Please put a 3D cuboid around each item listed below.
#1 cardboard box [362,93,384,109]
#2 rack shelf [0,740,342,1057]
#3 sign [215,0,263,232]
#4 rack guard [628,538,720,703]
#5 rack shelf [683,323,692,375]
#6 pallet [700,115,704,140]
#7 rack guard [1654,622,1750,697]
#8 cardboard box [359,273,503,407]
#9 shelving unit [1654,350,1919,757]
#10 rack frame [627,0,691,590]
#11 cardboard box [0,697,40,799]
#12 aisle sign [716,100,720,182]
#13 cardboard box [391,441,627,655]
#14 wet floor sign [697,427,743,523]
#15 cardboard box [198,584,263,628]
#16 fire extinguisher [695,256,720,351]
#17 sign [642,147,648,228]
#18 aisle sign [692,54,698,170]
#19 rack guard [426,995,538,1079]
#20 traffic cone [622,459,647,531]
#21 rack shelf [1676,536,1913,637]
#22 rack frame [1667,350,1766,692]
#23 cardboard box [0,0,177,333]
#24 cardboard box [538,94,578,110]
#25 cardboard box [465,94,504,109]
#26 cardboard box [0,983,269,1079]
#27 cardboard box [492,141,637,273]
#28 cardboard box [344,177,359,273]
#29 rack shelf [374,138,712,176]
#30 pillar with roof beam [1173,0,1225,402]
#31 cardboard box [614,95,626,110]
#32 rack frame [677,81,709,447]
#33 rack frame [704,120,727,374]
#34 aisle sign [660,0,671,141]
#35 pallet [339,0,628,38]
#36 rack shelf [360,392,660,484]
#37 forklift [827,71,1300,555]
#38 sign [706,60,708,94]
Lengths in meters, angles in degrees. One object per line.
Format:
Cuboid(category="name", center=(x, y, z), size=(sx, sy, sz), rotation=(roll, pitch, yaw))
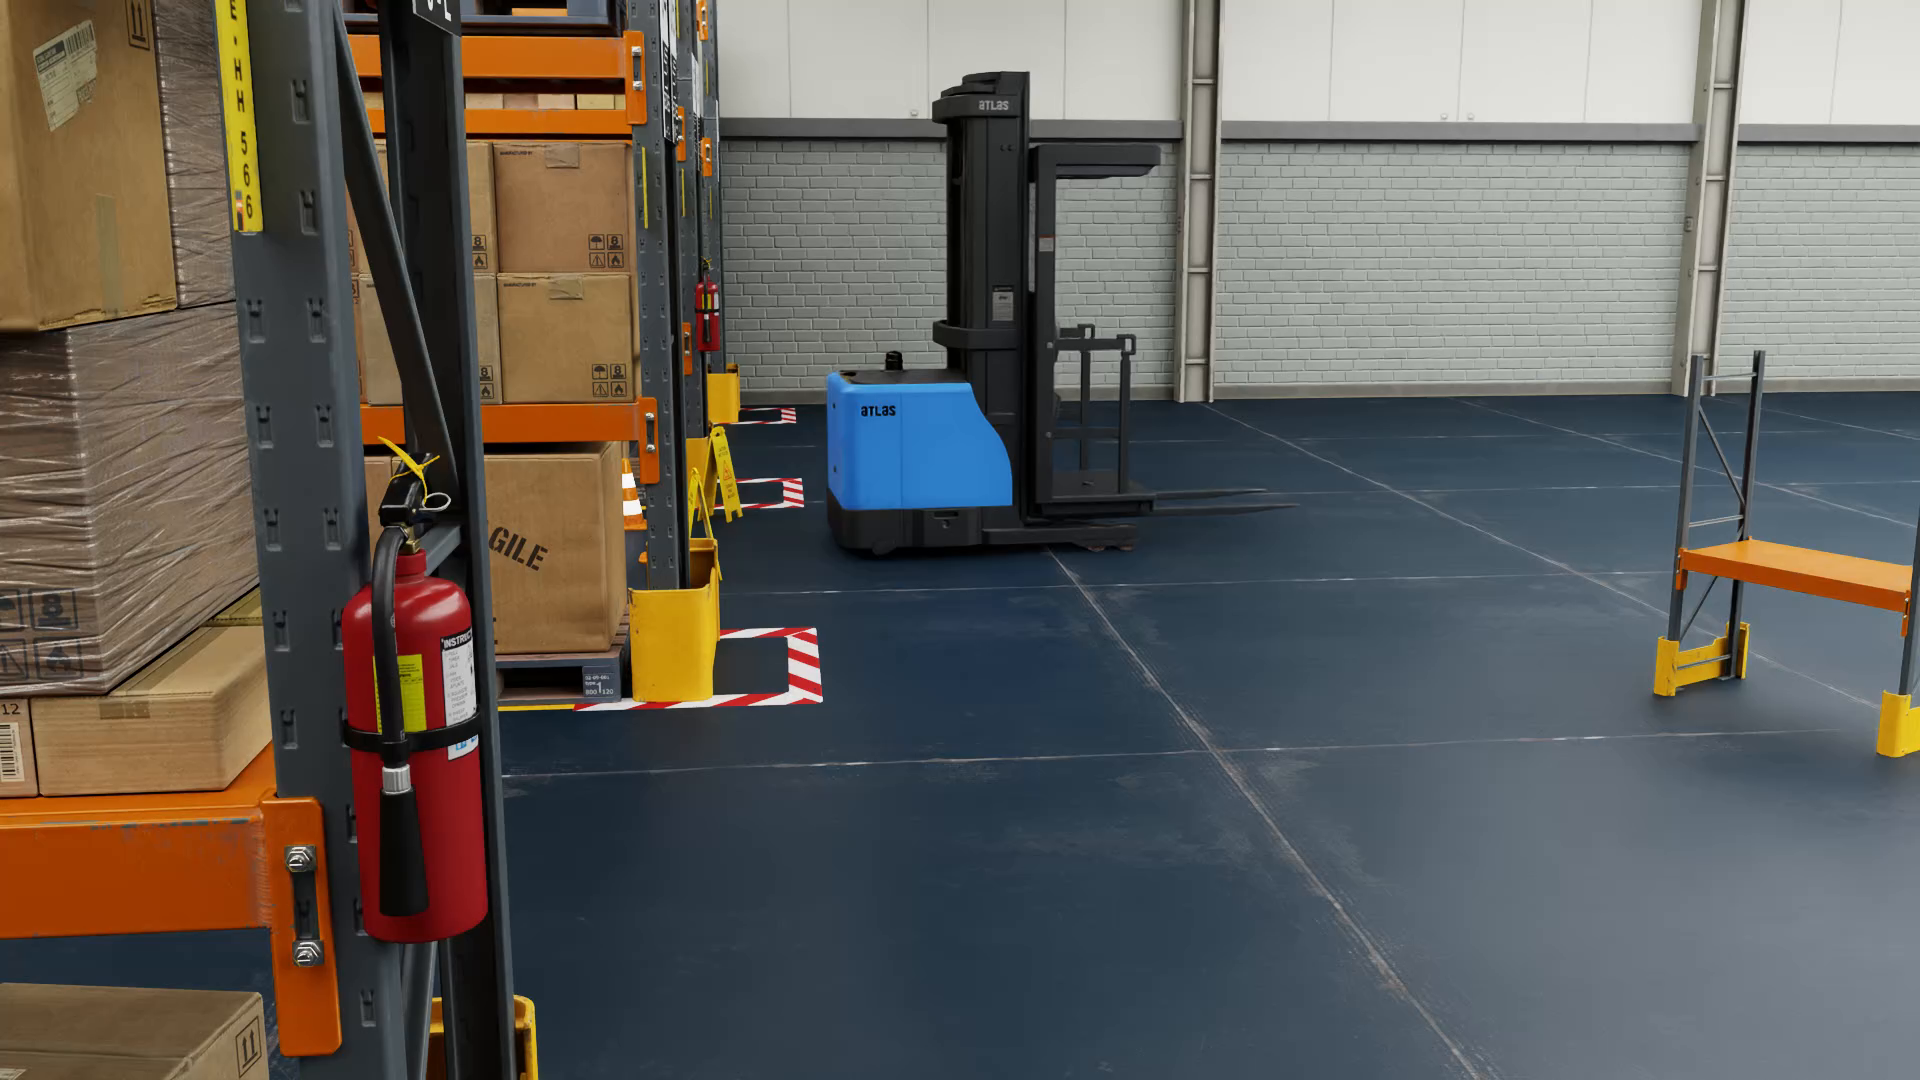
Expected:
Cuboid(category="cardboard box", center=(-4.087, -3.079, 11.629), size=(0.250, 0.149, 0.380), rotation=(-1, 11, -6))
Cuboid(category="rack shelf", center=(-2.900, 0.473, 2.551), size=(4.000, 0.370, 1.077), rotation=(-1, 11, -6))
Cuboid(category="sign", center=(-0.872, -0.538, 2.008), size=(0.005, 0.325, 0.100), rotation=(-1, 11, -6))
Cuboid(category="rack guard", center=(-1.323, 0.351, 7.787), size=(0.348, 0.500, 1.175), rotation=(-1, 11, -6))
Cuboid(category="rack shelf", center=(-3.970, -1.428, 12.218), size=(4.000, 0.370, 1.077), rotation=(-1, 11, -6))
Cuboid(category="pallet", center=(-3.228, -4.193, 16.872), size=(1.213, 0.211, 1.003), rotation=(-1, 11, -6))
Cuboid(category="rack guard", center=(3.352, 0.533, 7.506), size=(0.587, 0.250, 0.087), rotation=(-7, 13, -32))
Cuboid(category="cardboard box", center=(-2.255, -0.917, 7.366), size=(0.550, 0.550, 0.875), rotation=(-1, 11, -6))
Cuboid(category="shelving unit", center=(3.621, 0.001, 6.975), size=(0.587, 1.500, 1.083), rotation=(-7, 13, -32))
Cuboid(category="rack frame", center=(-1.347, -0.875, 7.543), size=(0.127, 3.000, 1.000), rotation=(-1, 11, -6))
Cuboid(category="cardboard box", center=(-1.422, 0.252, 2.461), size=(0.250, 0.149, 0.380), rotation=(-1, 11, -6))
Cuboid(category="aisle sign", center=(-2.425, -3.995, 16.672), size=(0.004, 0.787, 0.394), rotation=(-1, 11, -6))
Cuboid(category="cardboard box", center=(-2.014, -0.012, 7.571), size=(0.875, 0.875, 0.875), rotation=(-1, 11, -6))
Cuboid(category="wet floor sign", center=(-1.678, -0.466, 11.564), size=(0.232, 0.644, 0.267), rotation=(3, 11, 14))
Cuboid(category="cardboard box", center=(-1.221, 0.162, 2.921), size=(0.250, 0.149, 0.380), rotation=(-1, 11, -6))
Cuboid(category="fire extinguisher", center=(-1.818, -1.698, 11.931), size=(0.183, 0.674, 0.296), rotation=(-1, 11, -6))
Cuboid(category="sign", center=(-1.302, -1.455, 6.878), size=(0.005, 0.325, 0.100), rotation=(-1, 11, -6))
Cuboid(category="aisle sign", center=(-1.889, -3.043, 11.834), size=(0.004, 0.787, 0.394), rotation=(-1, 11, -6))
Cuboid(category="rack guard", center=(-0.987, 1.306, 2.927), size=(0.348, 0.500, 1.175), rotation=(-1, 11, -6))
Cuboid(category="traffic cone", center=(-2.270, -0.321, 11.302), size=(0.334, 0.463, 0.336), rotation=(-1, 11, -6))
Cuboid(category="rack shelf", center=(3.626, 0.179, 7.002), size=(0.538, 0.185, 1.000), rotation=(-7, 13, -32))
Cuboid(category="rack frame", center=(3.351, -0.080, 7.387), size=(0.500, 1.500, 0.032), rotation=(-7, 13, -32))
Cuboid(category="cardboard box", center=(-1.432, -0.549, 2.260), size=(0.500, 0.500, 0.500), rotation=(-1, 11, -6))
Cuboid(category="cardboard box", center=(-2.818, -3.099, 11.732), size=(0.250, 0.149, 0.380), rotation=(-1, 11, -4))
Cuboid(category="cardboard box", center=(-3.320, -3.092, 11.697), size=(0.250, 0.149, 0.380), rotation=(-1, 11, -7))
Cuboid(category="cardboard box", center=(-1.534, 1.109, 2.845), size=(0.500, 0.500, 0.500), rotation=(1, 11, 4))
Cuboid(category="cardboard box", center=(-1.720, -1.478, 7.423), size=(0.550, 0.550, 0.875), rotation=(-1, 11, -6))
Cuboid(category="cardboard box", center=(-2.828, -1.463, 7.348), size=(0.550, 0.550, 0.875), rotation=(-1, 11, -6))
Cuboid(category="rack shelf", center=(-4.510, -3.851, 16.771), size=(4.000, 0.370, 1.077), rotation=(-1, 11, -6))
Cuboid(category="pillar with roof beam", center=(3.118, -5.175, 13.866), size=(0.400, 9.000, 9.100), rotation=(-1, 11, -6))
Cuboid(category="cardboard box", center=(-2.307, -3.110, 11.785), size=(0.250, 0.149, 0.380), rotation=(-1, 11, -6))
Cuboid(category="rack frame", center=(-1.982, -1.822, 12.361), size=(0.127, 3.000, 1.000), rotation=(-1, 11, -6))
Cuboid(category="rack frame", center=(-2.522, -2.774, 17.203), size=(0.127, 3.000, 1.000), rotation=(-1, 11, -6))
Cuboid(category="aisle sign", center=(-1.244, -2.095, 7.007), size=(0.004, 0.787, 0.394), rotation=(-1, 11, -6))
Cuboid(category="pallet", center=(-2.083, -2.286, 7.173), size=(1.213, 0.211, 1.003), rotation=(-1, 11, -6))
Cuboid(category="rack shelf", center=(-3.335, -0.480, 7.401), size=(4.000, 0.370, 1.077), rotation=(-1, 11, -6))
Cuboid(category="forklift", center=(0.681, -1.461, 10.701), size=(3.031, 2.935, 1.130), rotation=(-2, 11, -10))
Cuboid(category="sign", center=(-2.477, -4.537, 16.305), size=(0.005, 0.325, 0.100), rotation=(-1, 11, -6))
